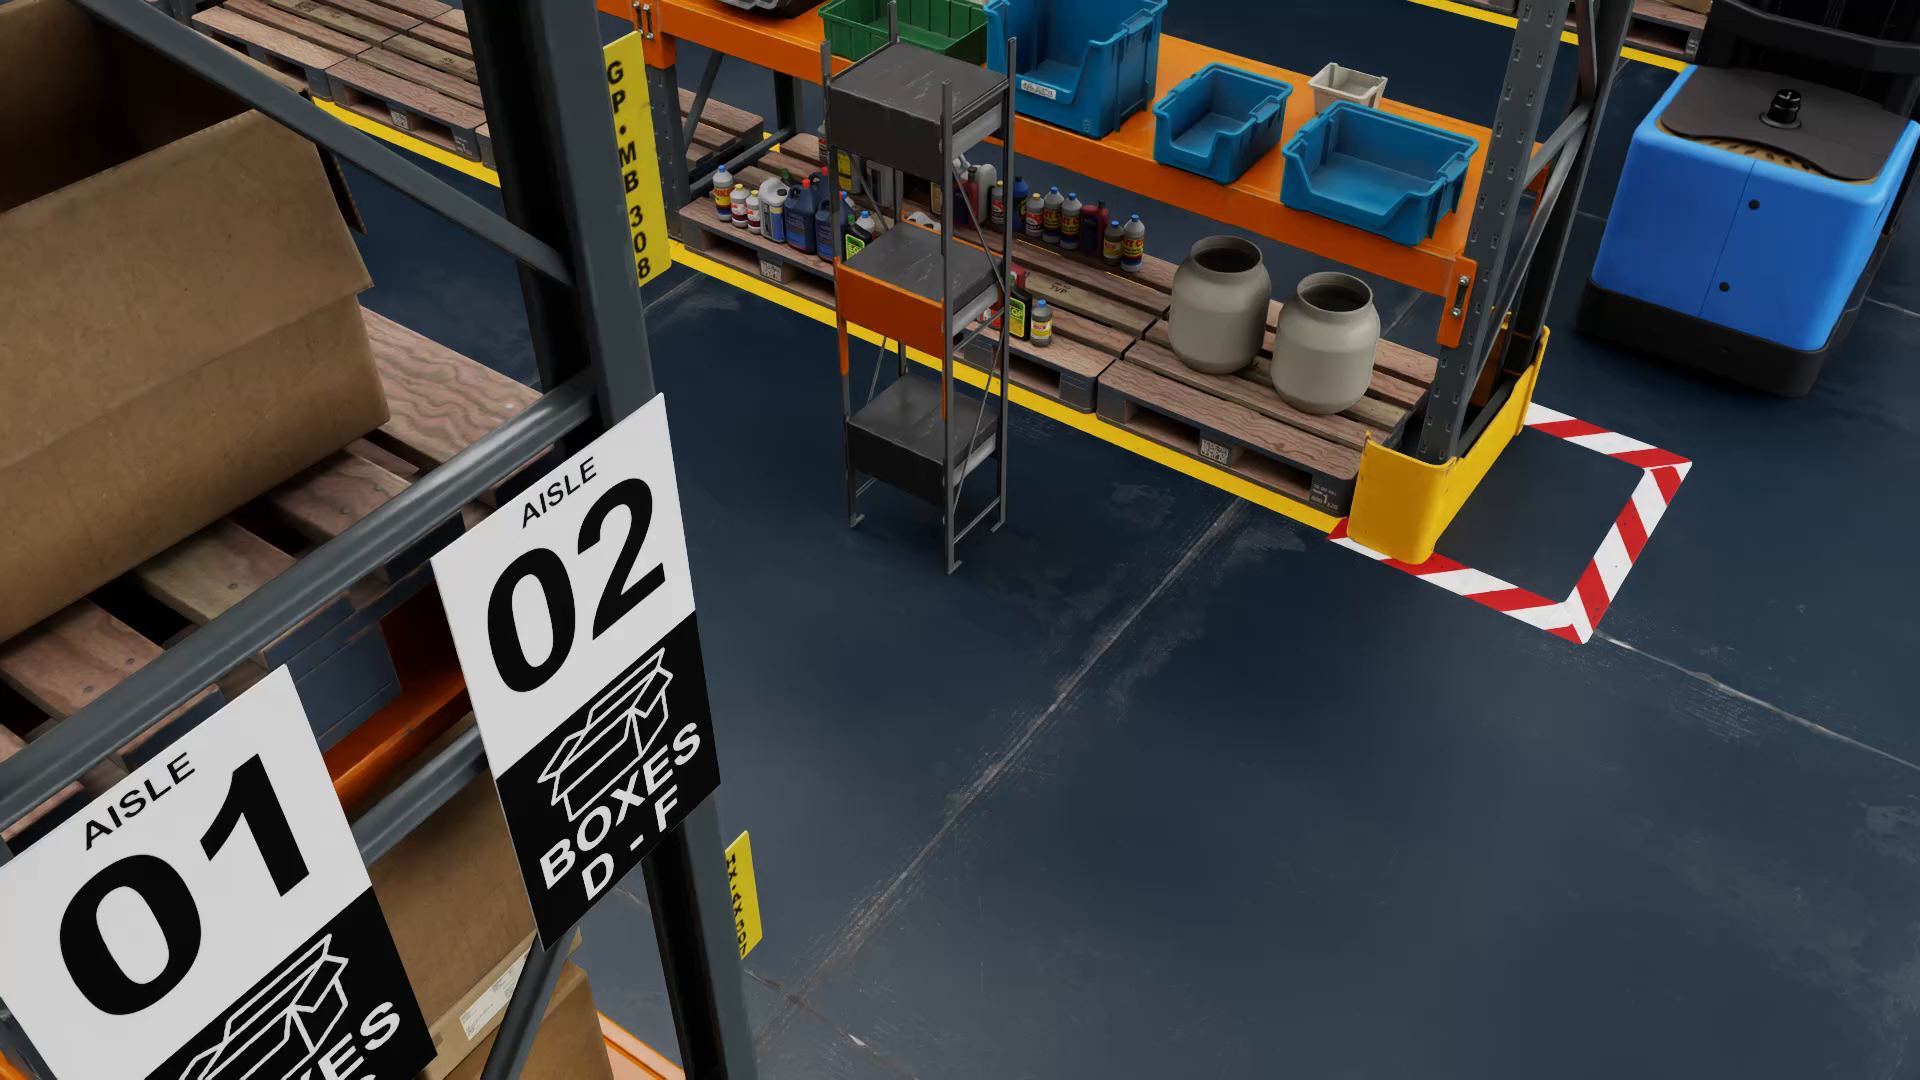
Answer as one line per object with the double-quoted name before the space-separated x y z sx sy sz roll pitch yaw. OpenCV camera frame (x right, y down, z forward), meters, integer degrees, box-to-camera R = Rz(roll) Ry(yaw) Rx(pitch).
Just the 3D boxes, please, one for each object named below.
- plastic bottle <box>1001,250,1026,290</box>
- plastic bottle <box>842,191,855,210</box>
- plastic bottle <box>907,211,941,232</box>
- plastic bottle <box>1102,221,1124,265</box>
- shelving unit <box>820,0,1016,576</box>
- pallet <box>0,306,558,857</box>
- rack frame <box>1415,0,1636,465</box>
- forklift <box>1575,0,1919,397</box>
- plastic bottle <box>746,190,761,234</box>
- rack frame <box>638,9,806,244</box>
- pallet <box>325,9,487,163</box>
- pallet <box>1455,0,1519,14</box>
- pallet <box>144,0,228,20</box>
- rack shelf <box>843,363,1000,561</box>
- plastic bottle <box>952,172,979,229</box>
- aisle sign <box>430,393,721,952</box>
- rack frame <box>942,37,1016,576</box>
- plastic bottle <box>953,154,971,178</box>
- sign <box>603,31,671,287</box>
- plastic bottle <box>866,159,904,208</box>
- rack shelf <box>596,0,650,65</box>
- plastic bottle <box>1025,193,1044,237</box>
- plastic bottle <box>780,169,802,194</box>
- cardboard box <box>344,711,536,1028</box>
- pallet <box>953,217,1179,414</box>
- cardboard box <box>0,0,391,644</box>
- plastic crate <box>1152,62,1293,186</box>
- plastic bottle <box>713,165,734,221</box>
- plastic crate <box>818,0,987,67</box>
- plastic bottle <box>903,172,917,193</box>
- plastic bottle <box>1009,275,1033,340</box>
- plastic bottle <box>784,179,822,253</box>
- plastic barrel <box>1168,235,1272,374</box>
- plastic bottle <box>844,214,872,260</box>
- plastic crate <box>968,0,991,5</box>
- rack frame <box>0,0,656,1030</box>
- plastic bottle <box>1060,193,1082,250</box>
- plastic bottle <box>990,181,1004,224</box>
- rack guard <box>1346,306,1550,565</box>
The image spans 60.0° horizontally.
"plastic bottle" 0.230 -1.169 7.514 0.133 0.283 0.061 25 48 25
"plastic bottle" -0.549 -1.537 7.934 0.097 0.271 0.097 0 42 0
"plastic bottle" -0.170 -1.384 7.759 0.135 0.276 0.152 25 48 25
"plastic bottle" 0.725 -1.408 7.843 0.097 0.201 0.097 0 42 0
"shelving unit" -0.136 -0.846 6.121 0.503 2.100 0.431 25 48 25
"pallet" -1.296 -0.050 2.373 1.213 0.211 1.003 25 48 25
"rack frame" 2.115 -1.383 6.046 0.127 3.000 1.000 25 48 25
"forklift" 4.128 -2.671 7.537 1.130 2.935 3.031 25 47 25
"plastic bottle" -0.984 -1.597 8.054 0.097 0.201 0.097 0 42 0
"rack frame" -1.160 -2.915 7.758 0.127 3.000 1.000 25 48 25
"pallet" -2.828 -2.622 9.522 1.213 0.211 1.003 25 48 25
"pallet" 3.257 -3.875 10.922 1.213 0.211 1.003 25 48 25
"pallet" -5.104 -3.686 10.711 1.213 0.211 1.003 25 48 25
"rack shelf" -0.136 -0.314 6.597 0.480 0.518 0.431 25 48 25
"plastic bottle" 0.024 -1.657 8.060 0.133 0.283 0.061 25 48 25
"aisle sign" -0.503 0.209 2.318 0.004 0.787 0.394 25 48 25
"rack frame" 0.064 -0.752 6.016 0.015 2.100 0.400 25 48 25
"plastic bottle" -0.046 -1.805 8.175 0.185 0.351 0.144 25 47 25
"sign" -0.409 -0.454 2.044 0.005 0.325 0.100 25 48 25
"plastic bottle" -0.375 -1.811 8.237 0.135 0.276 0.152 25 48 25
"rack shelf" -2.797 -3.412 8.854 4.000 0.370 1.077 25 48 25
"plastic bottle" 0.366 -1.576 8.031 0.097 0.201 0.097 0 42 0
"plastic bottle" -0.810 -1.655 8.057 0.133 0.283 0.061 25 48 25
"cardboard box" -1.151 0.593 2.790 0.500 0.500 0.700 25 48 25
"pallet" 0.369 -1.129 7.853 1.213 0.211 1.003 25 48 25
"cardboard box" -1.200 -0.268 2.053 0.637 0.503 0.797 28 49 28
"plastic crate" 1.005 -1.608 6.409 0.408 0.251 0.499 25 48 25
"plastic bottle" -1.151 -1.701 8.117 0.097 0.271 0.097 0 42 0
"plastic crate" -0.211 -2.162 7.076 0.662 0.188 0.450 25 48 25
"plastic bottle" -0.310 -1.929 8.313 0.185 0.351 0.144 23 47 23
"plastic bottle" 0.253 -1.034 7.363 0.133 0.283 0.061 26 48 26
"plastic bottle" -0.737 -1.556 7.896 0.185 0.351 0.144 26 48 26
"plastic barrel" 1.122 -1.015 7.185 0.421 0.512 0.421 0 42 0
"plastic bottle" -0.472 -1.373 7.742 0.133 0.283 0.061 27 48 27
"plastic crate" 0.315 -2.333 7.306 0.437 0.136 0.530 25 48 25
"rack frame" -0.732 -0.916 1.025 0.127 3.000 1.000 25 48 25
"plastic bottle" 0.529 -1.526 7.922 0.097 0.271 0.097 0 42 0
"plastic bottle" 0.197 -1.655 8.119 0.097 0.201 0.097 0 42 0
"rack guard" 2.026 -0.455 6.884 0.348 0.500 1.175 25 48 25
